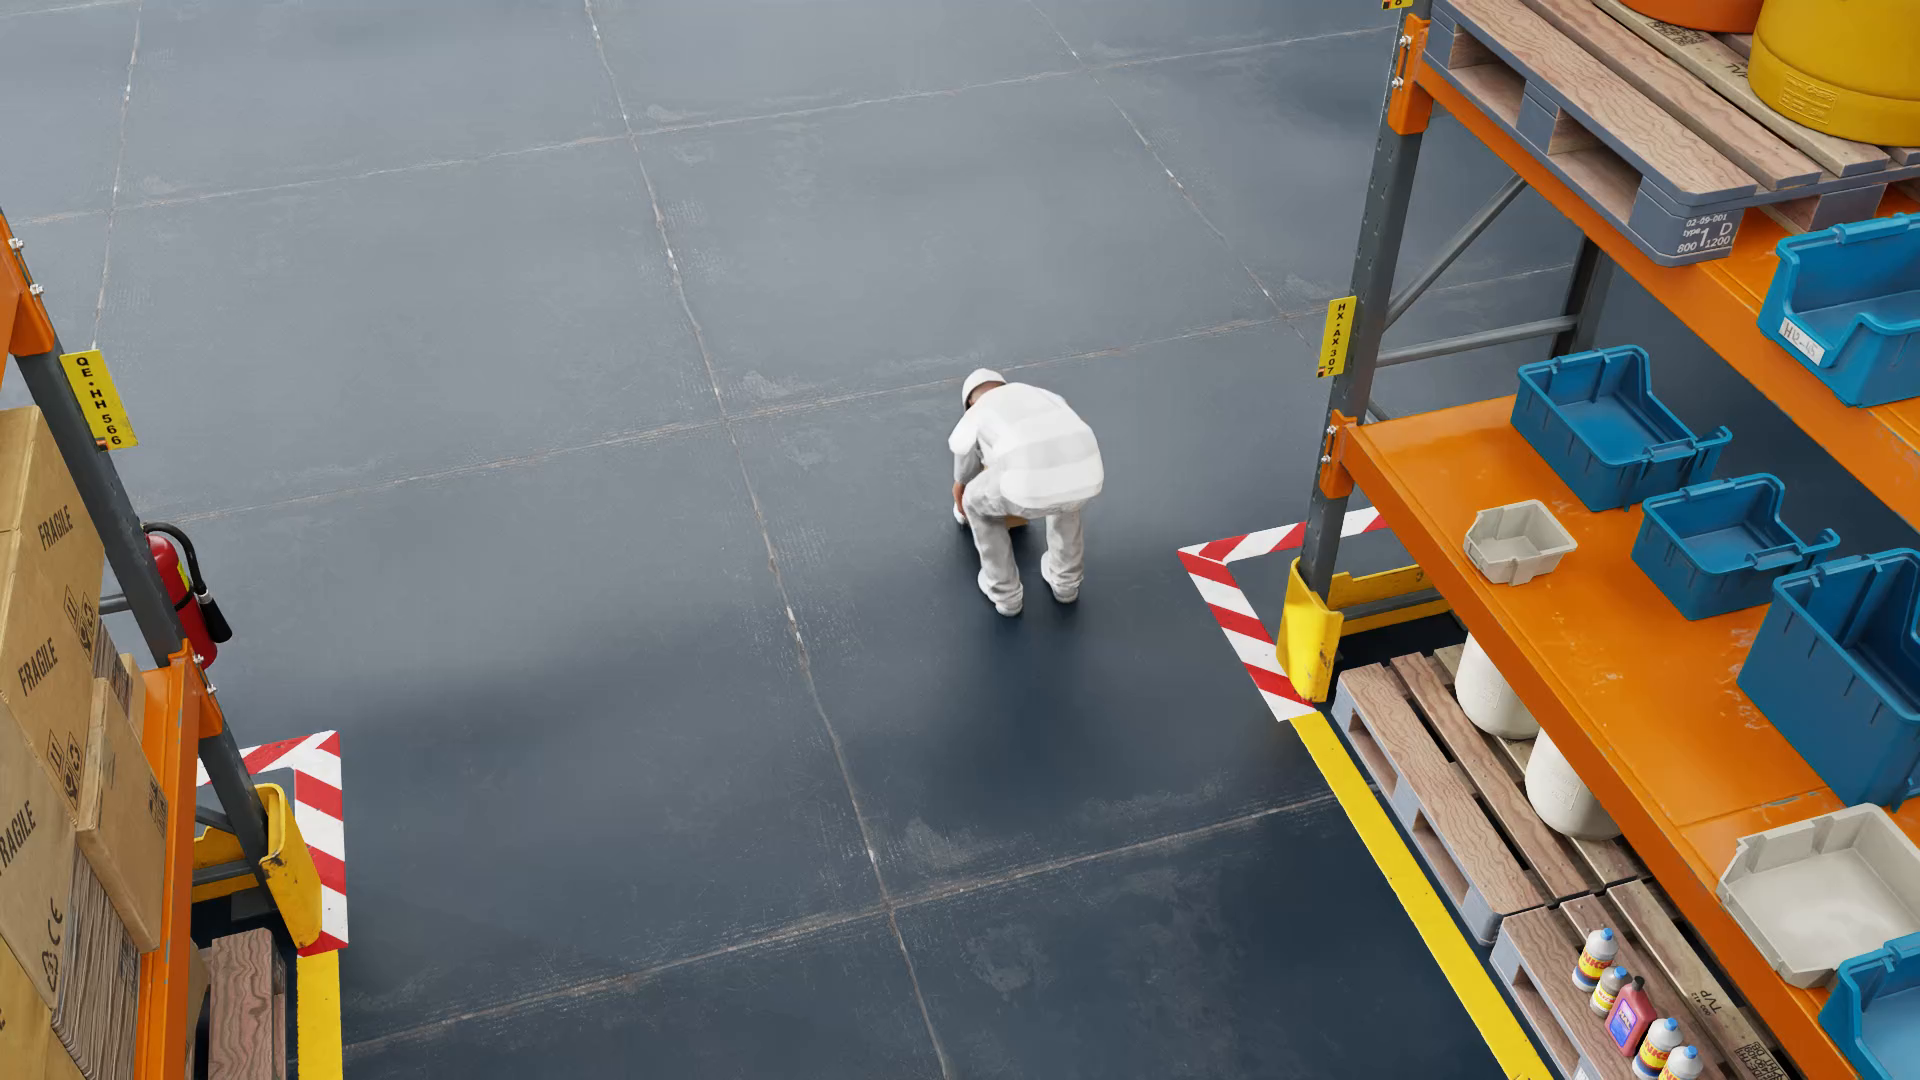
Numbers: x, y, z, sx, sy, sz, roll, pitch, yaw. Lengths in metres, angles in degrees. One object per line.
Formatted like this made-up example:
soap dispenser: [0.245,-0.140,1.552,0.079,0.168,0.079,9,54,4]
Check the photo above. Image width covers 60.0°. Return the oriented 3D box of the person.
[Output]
person: [0.244,-0.254,7.042,0.529,0.960,0.979,-14,44,-15]
